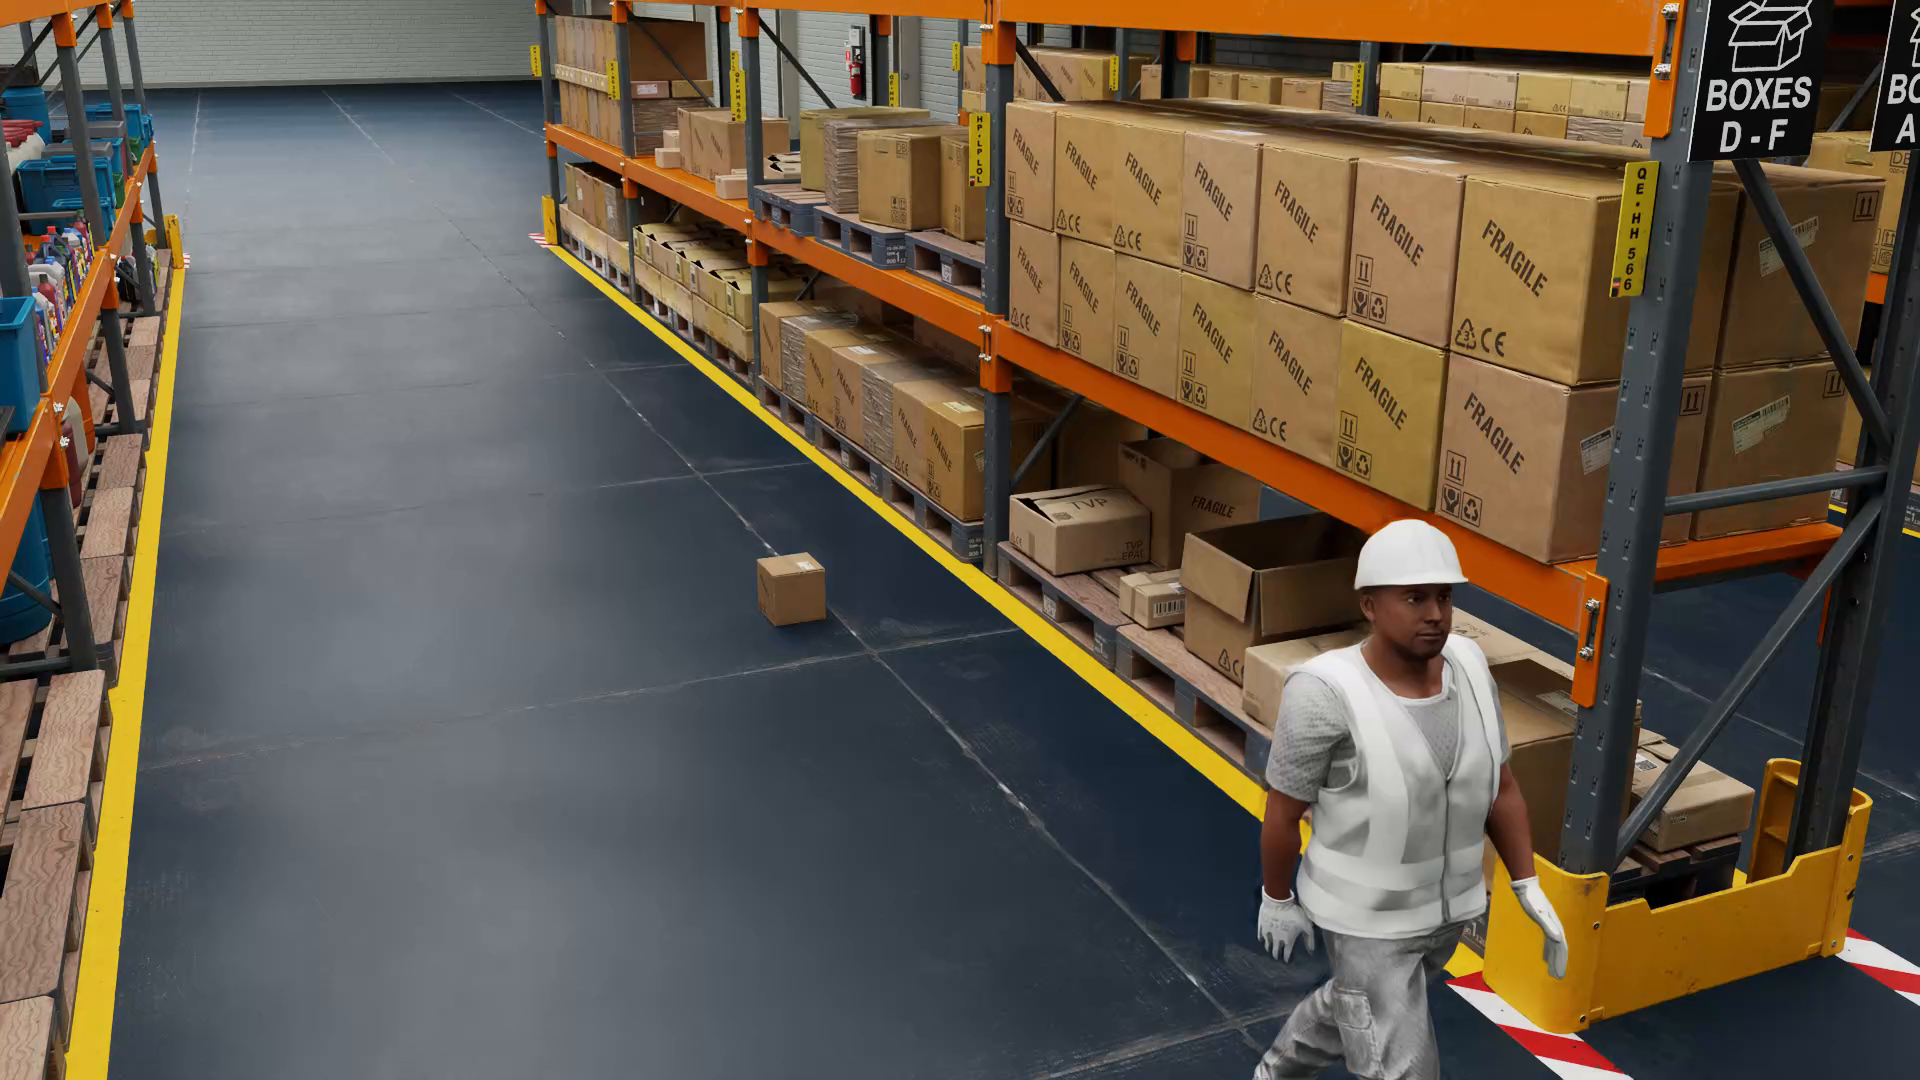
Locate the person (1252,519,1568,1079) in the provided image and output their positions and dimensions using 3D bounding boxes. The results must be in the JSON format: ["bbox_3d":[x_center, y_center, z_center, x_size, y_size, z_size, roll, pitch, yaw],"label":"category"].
[{"bbox_3d":[0.997,0.811,3.620,0.553,1.733,1.054,-10,21,-28],"label":"person"}]
